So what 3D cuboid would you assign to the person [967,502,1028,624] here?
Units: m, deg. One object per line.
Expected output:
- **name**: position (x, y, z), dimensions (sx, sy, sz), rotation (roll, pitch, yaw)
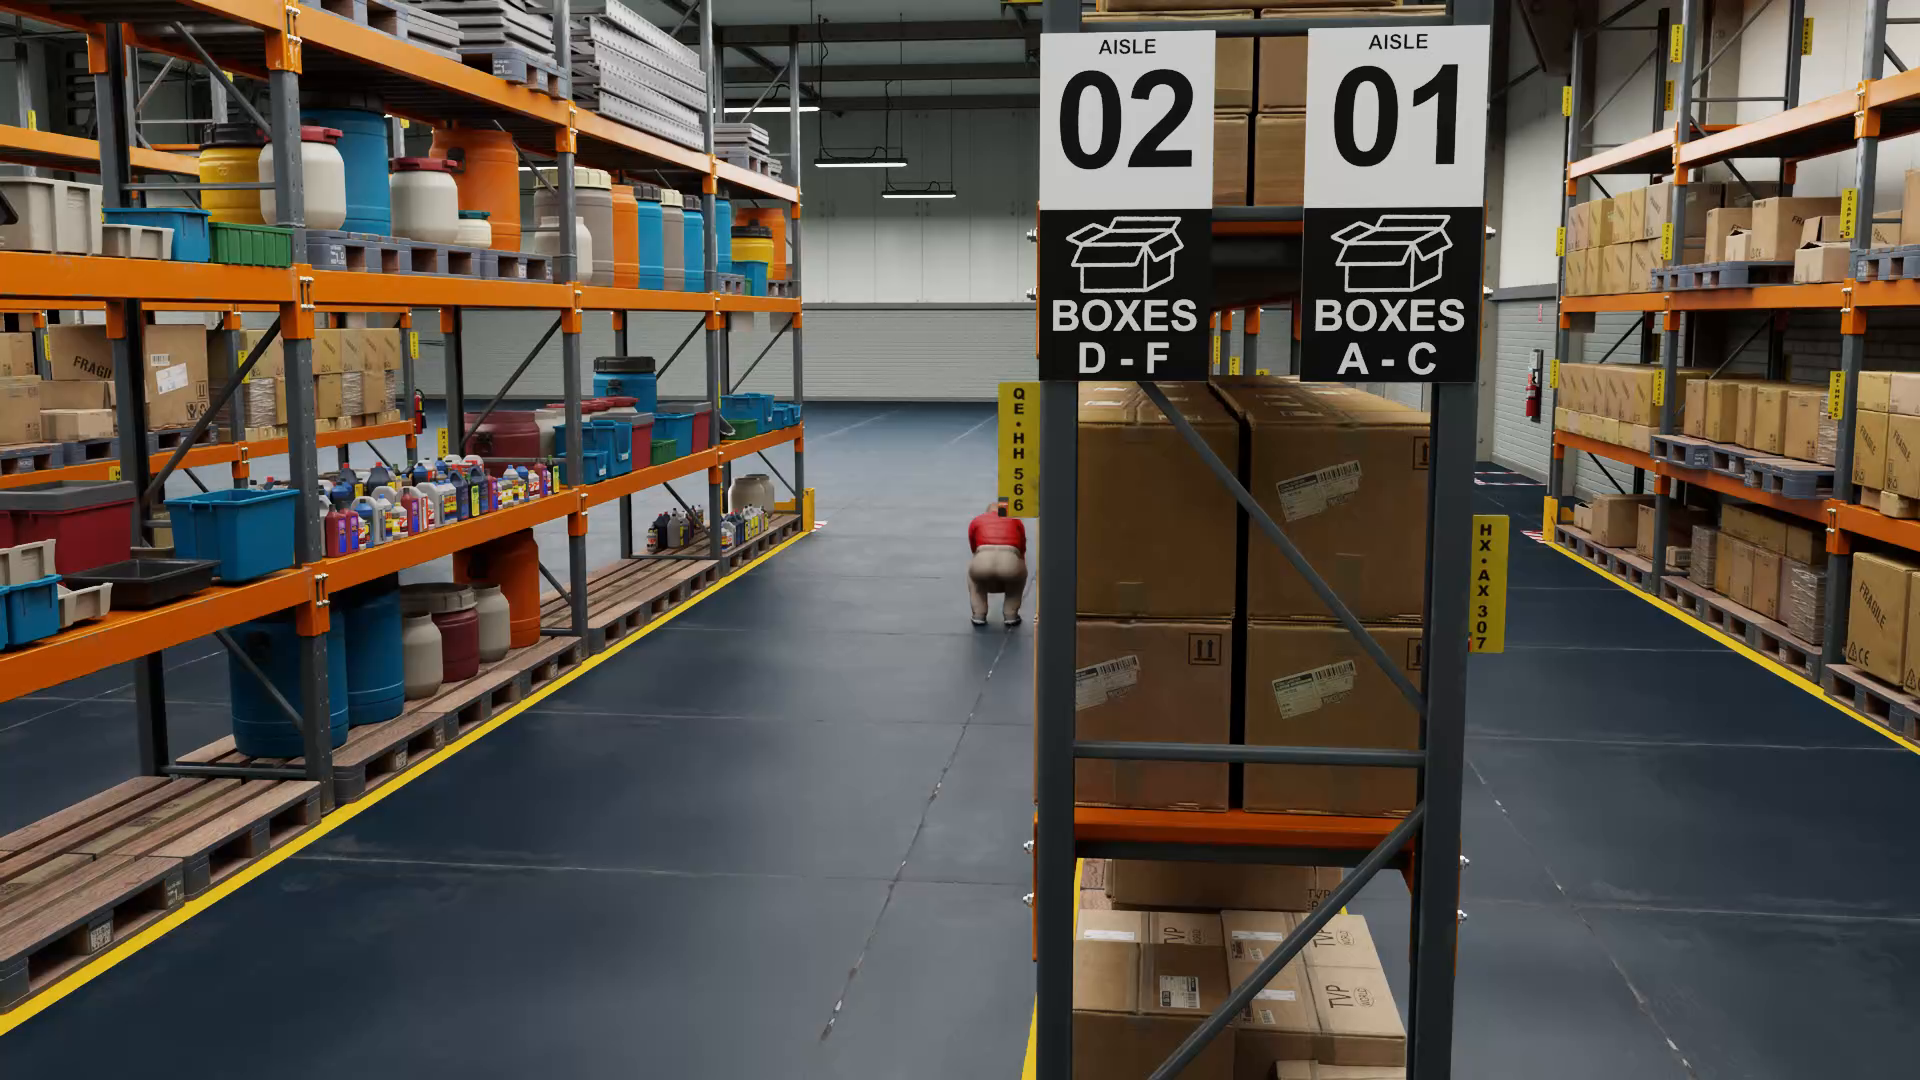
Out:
- **person**: position (0.317, 0.203, 14.186), dimensions (0.522, 0.988, 0.877), rotation (1, 8, 6)
